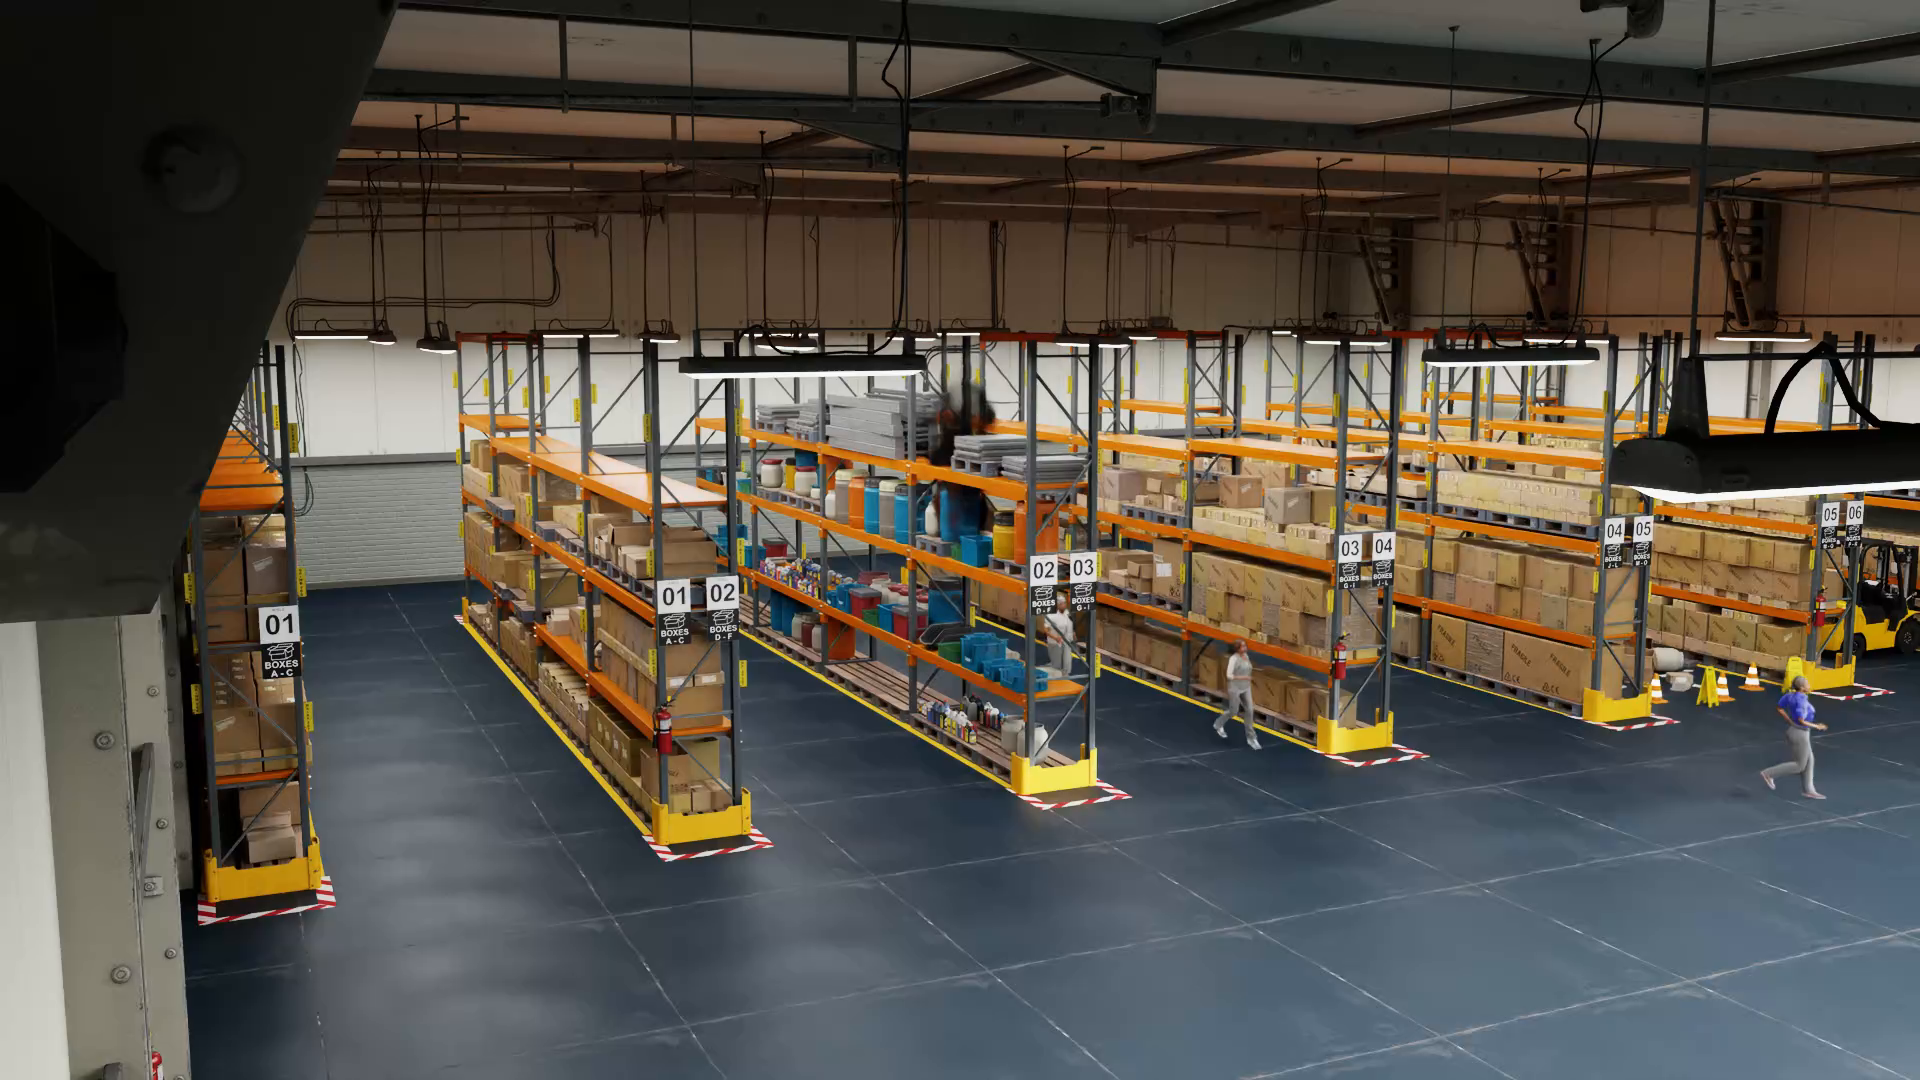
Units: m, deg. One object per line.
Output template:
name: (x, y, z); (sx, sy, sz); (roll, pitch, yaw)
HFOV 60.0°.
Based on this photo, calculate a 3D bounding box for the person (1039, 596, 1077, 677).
person: (1.670, 1.755, 28.107); (0.612, 1.660, 0.740); (-5, 9, -31)

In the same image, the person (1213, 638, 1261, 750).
person: (4.094, 2.234, 24.507); (0.534, 1.616, 0.863); (-6, 10, -37)

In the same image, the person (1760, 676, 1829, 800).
person: (10.966, 2.638, 21.830); (0.851, 1.557, 0.579); (1, 8, 9)

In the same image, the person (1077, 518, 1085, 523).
person: (2.744, 0.305, 38.707); (0.637, 1.669, 0.707); (-3, 8, -22)
